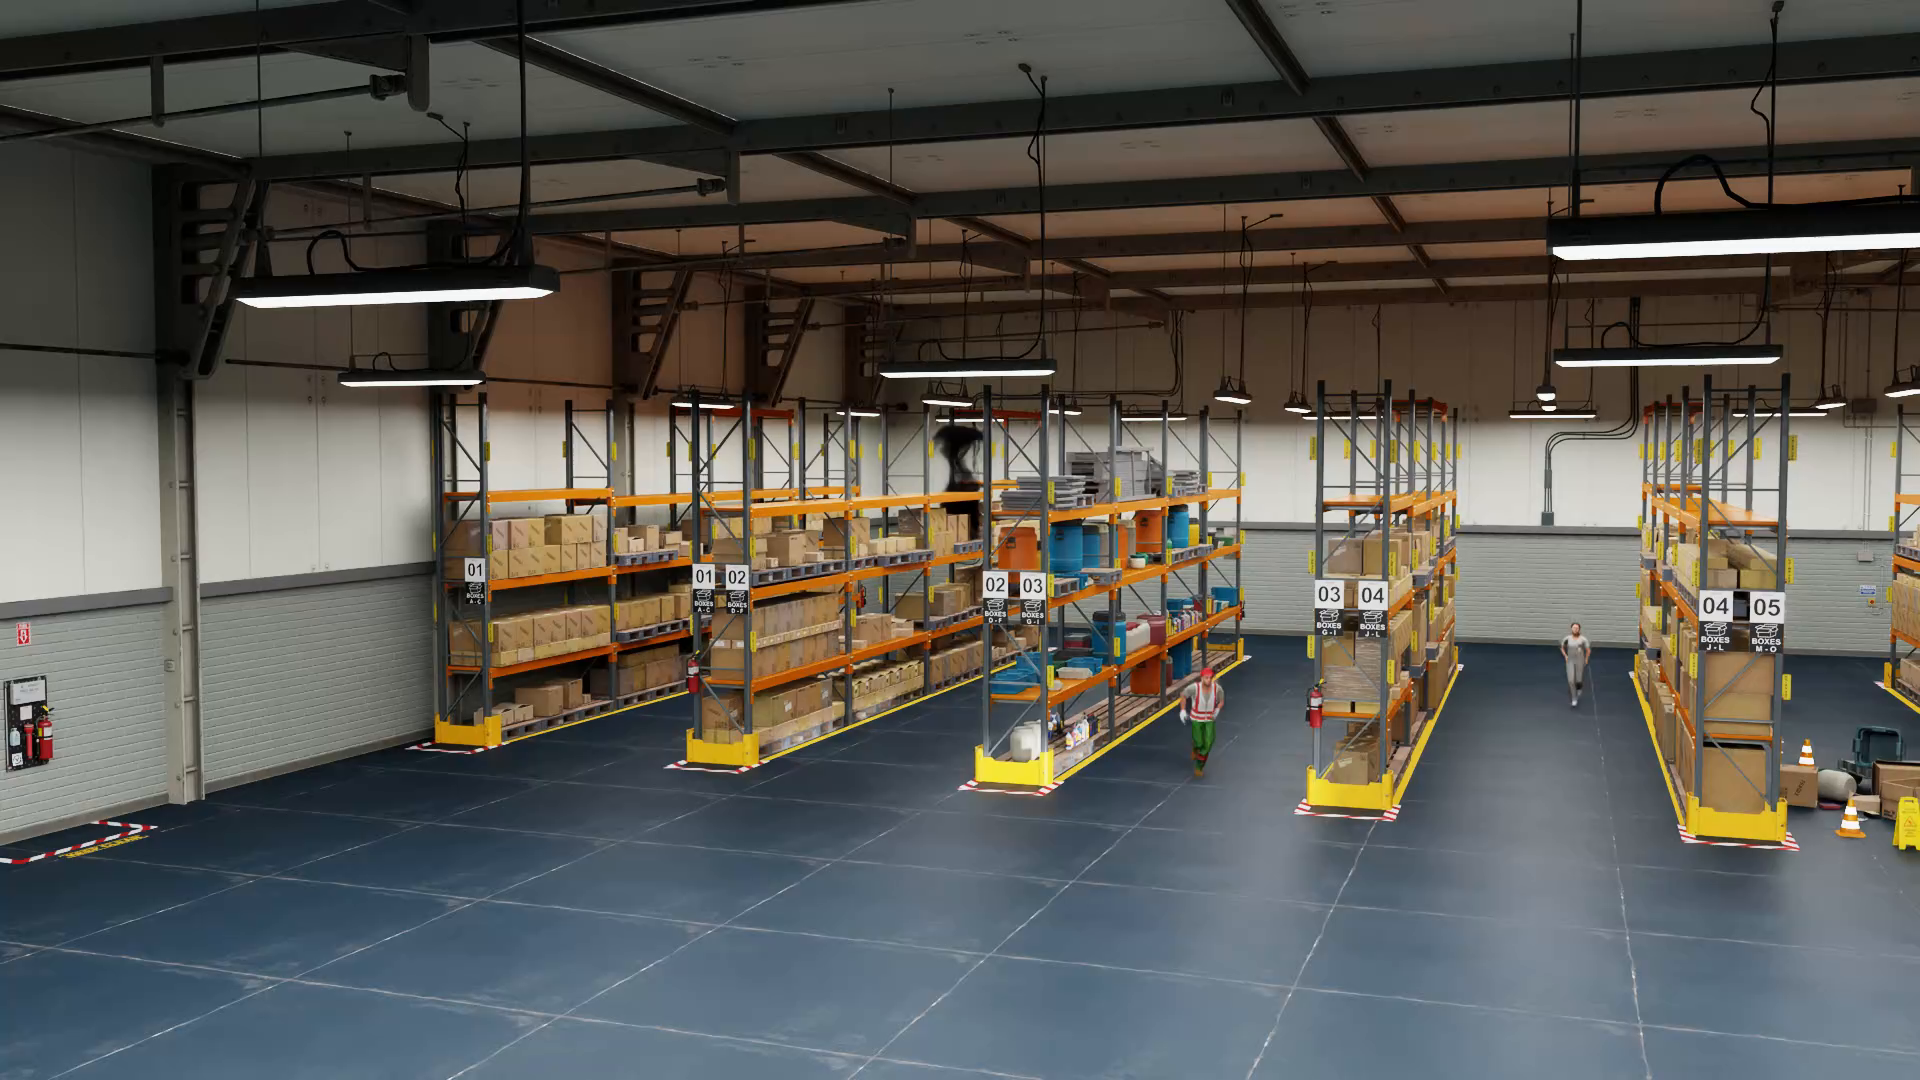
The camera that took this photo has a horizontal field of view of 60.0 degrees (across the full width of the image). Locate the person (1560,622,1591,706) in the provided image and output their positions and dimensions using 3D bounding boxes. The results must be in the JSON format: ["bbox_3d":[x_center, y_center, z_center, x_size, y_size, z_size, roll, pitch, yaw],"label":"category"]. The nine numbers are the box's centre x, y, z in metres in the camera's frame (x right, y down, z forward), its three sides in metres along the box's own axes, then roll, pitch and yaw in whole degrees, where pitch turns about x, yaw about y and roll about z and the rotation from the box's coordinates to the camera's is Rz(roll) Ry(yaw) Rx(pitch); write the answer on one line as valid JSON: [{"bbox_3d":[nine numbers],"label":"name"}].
[{"bbox_3d":[12.190,2.443,32.953,0.565,1.633,0.599,1,3,23],"label":"person"}]

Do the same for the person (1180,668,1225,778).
[{"bbox_3d":[3.744,2.797,25.681,0.654,1.711,0.766,-1,3,-10],"label":"person"}]
